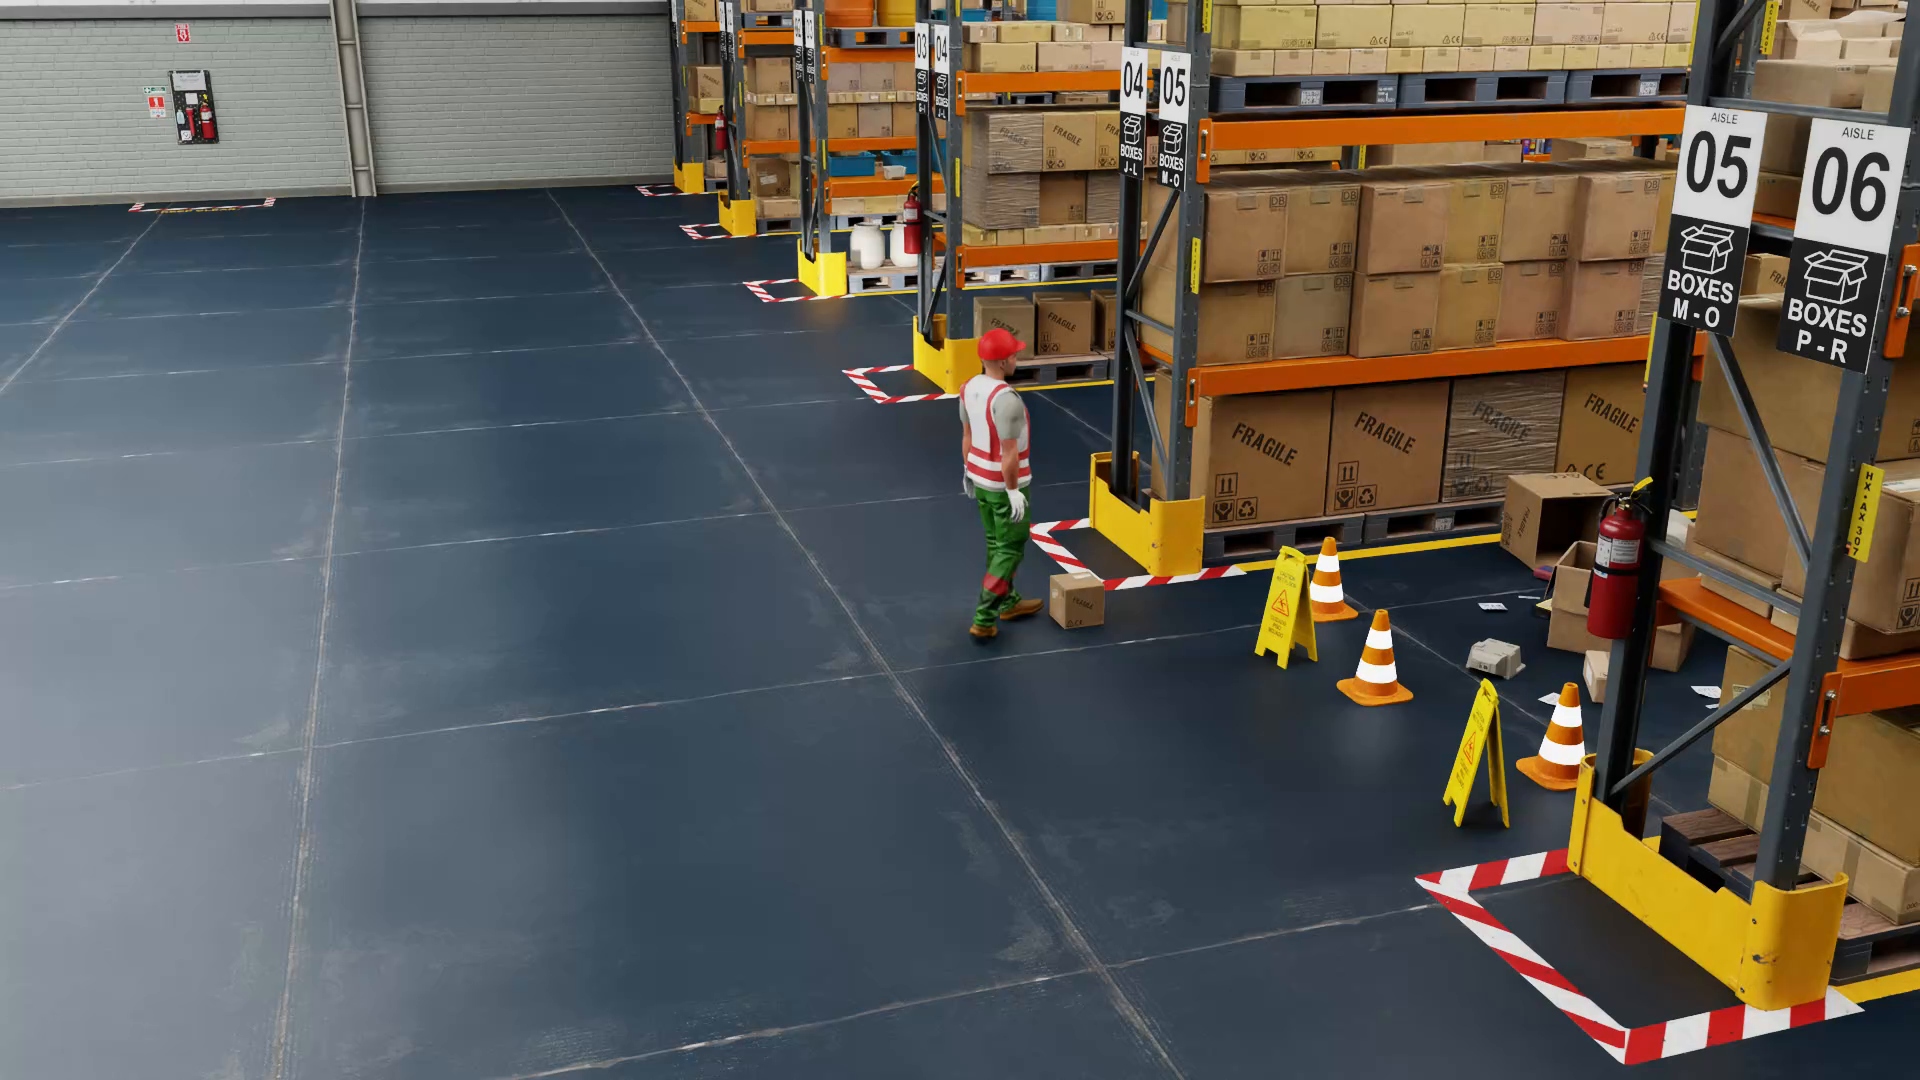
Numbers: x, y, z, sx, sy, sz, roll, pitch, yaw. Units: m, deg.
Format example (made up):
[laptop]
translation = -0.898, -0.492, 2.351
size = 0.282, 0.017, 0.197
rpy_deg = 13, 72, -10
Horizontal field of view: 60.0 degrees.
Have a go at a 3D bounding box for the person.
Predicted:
[person]
translation = 0.255, -0.338, 9.496
size = 0.659, 1.791, 0.584
rpy_deg = -12, 22, -31
